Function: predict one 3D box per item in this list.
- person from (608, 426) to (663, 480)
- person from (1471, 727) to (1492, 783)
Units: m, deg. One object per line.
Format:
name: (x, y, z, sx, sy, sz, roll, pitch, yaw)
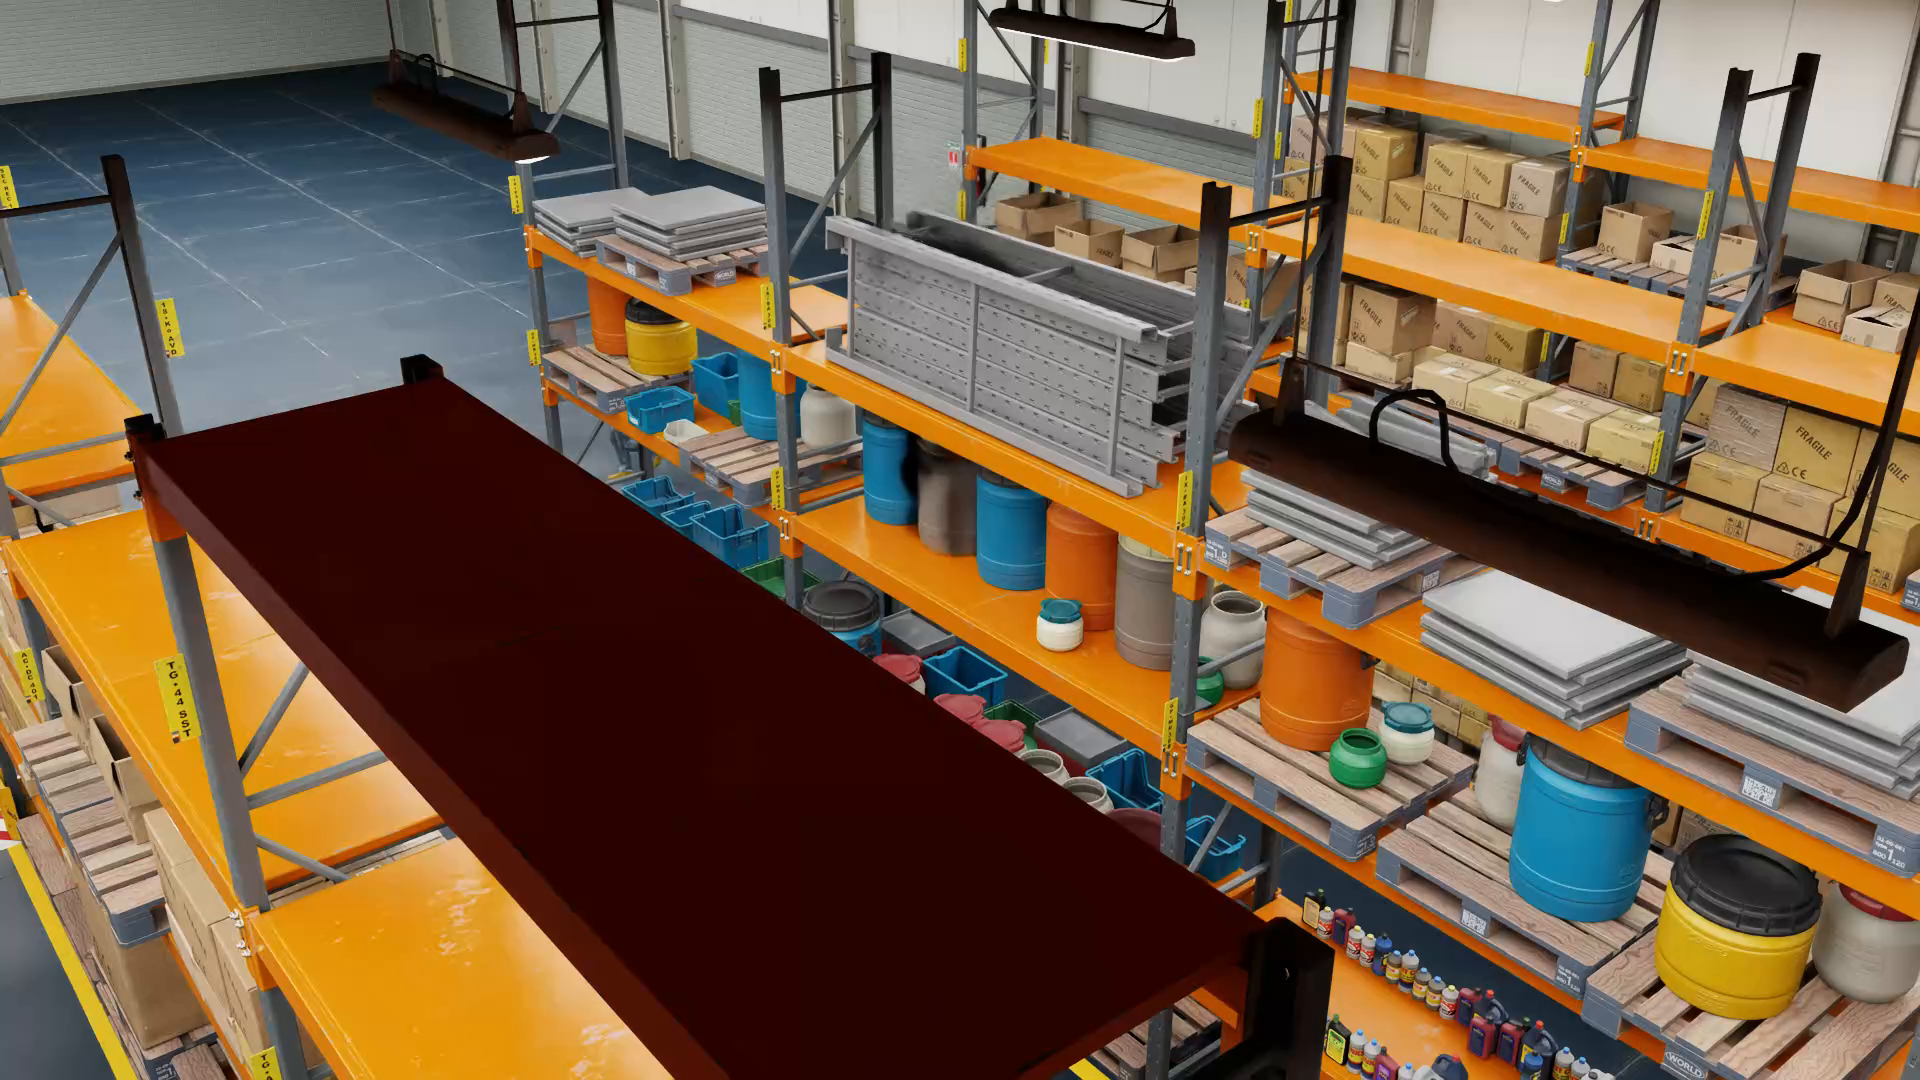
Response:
person: (-3.817, -1.513, 19.405, 0.740, 1.766, 0.702, -2, 26, -4)
person: (3.661, 1.980, 11.675, 0.515, 1.617, 0.588, 22, 33, 37)
